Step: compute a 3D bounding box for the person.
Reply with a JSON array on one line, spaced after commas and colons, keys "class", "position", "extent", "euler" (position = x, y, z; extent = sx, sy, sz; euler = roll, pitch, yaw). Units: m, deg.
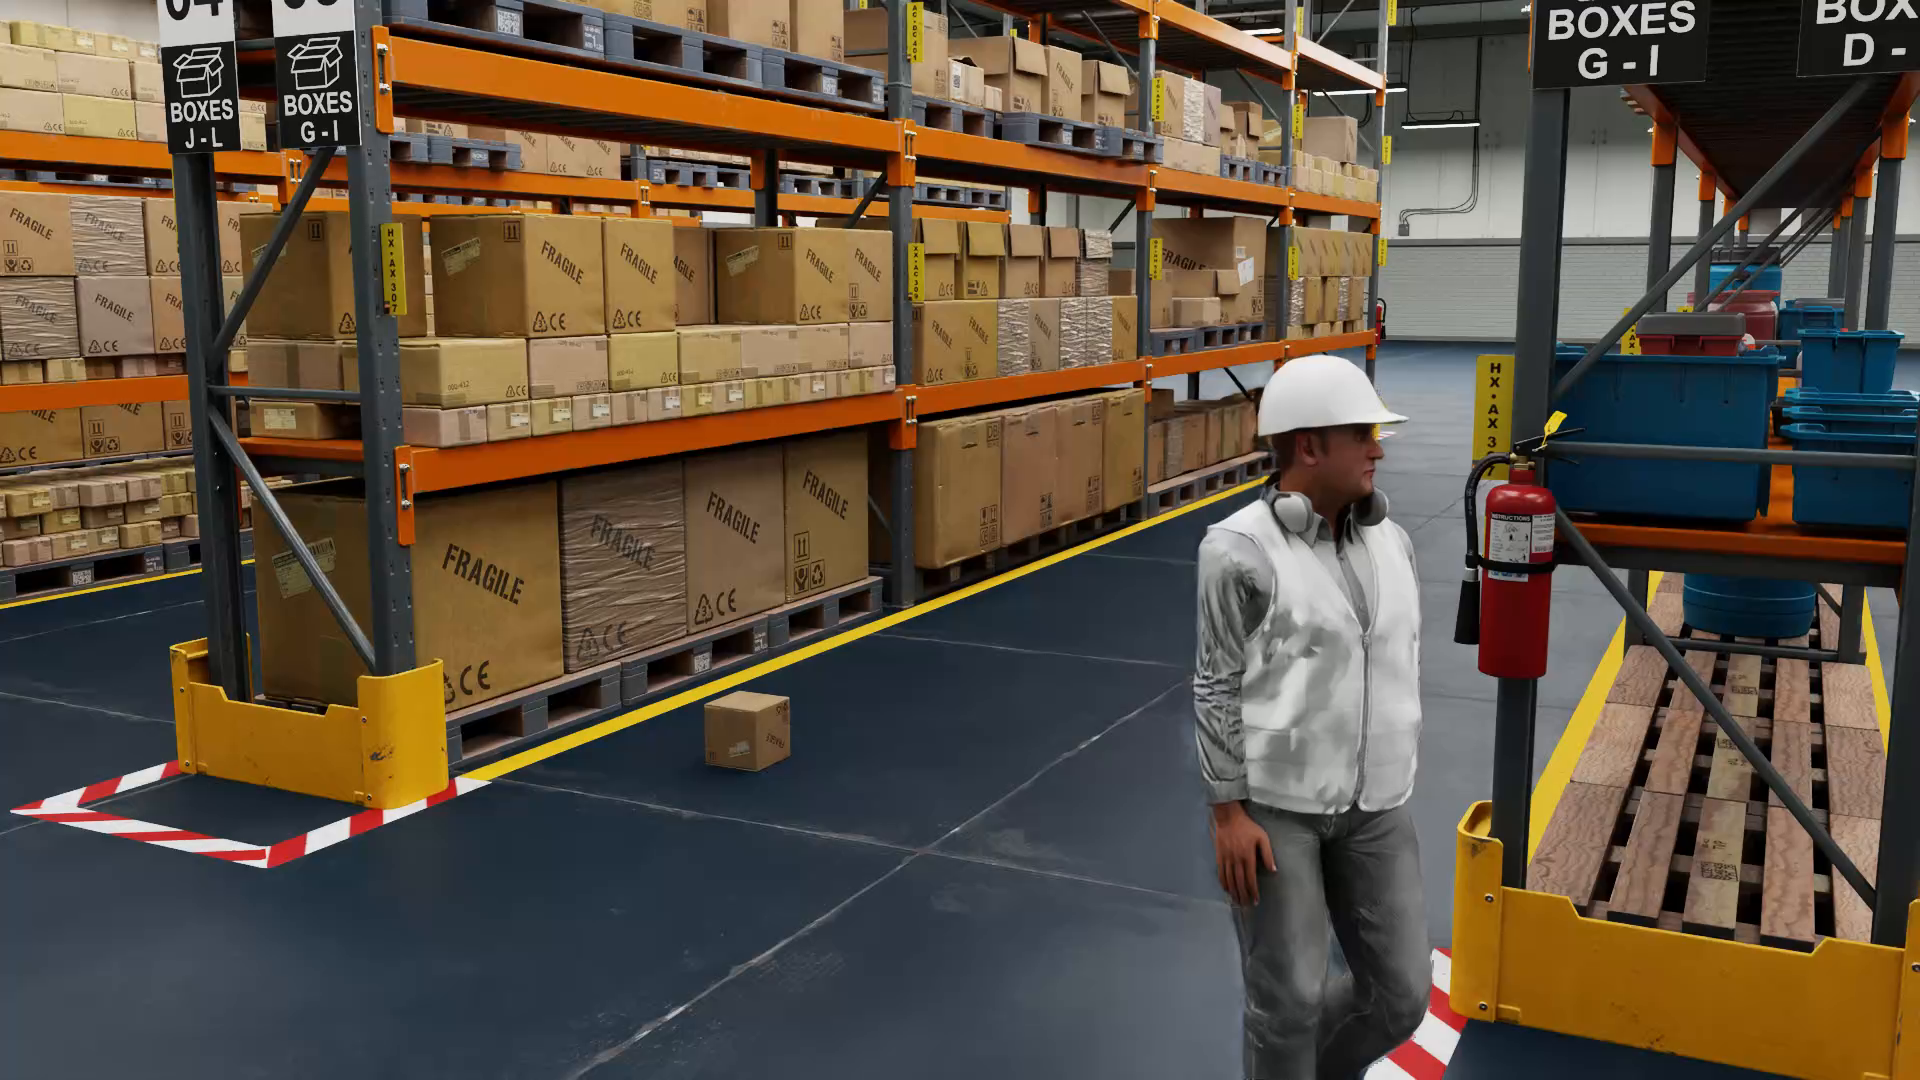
[{"class": "person", "position": [0.733, 0.526, 3.352], "extent": [0.553, 1.783, 0.525], "euler": [-3, 10, -21]}]
